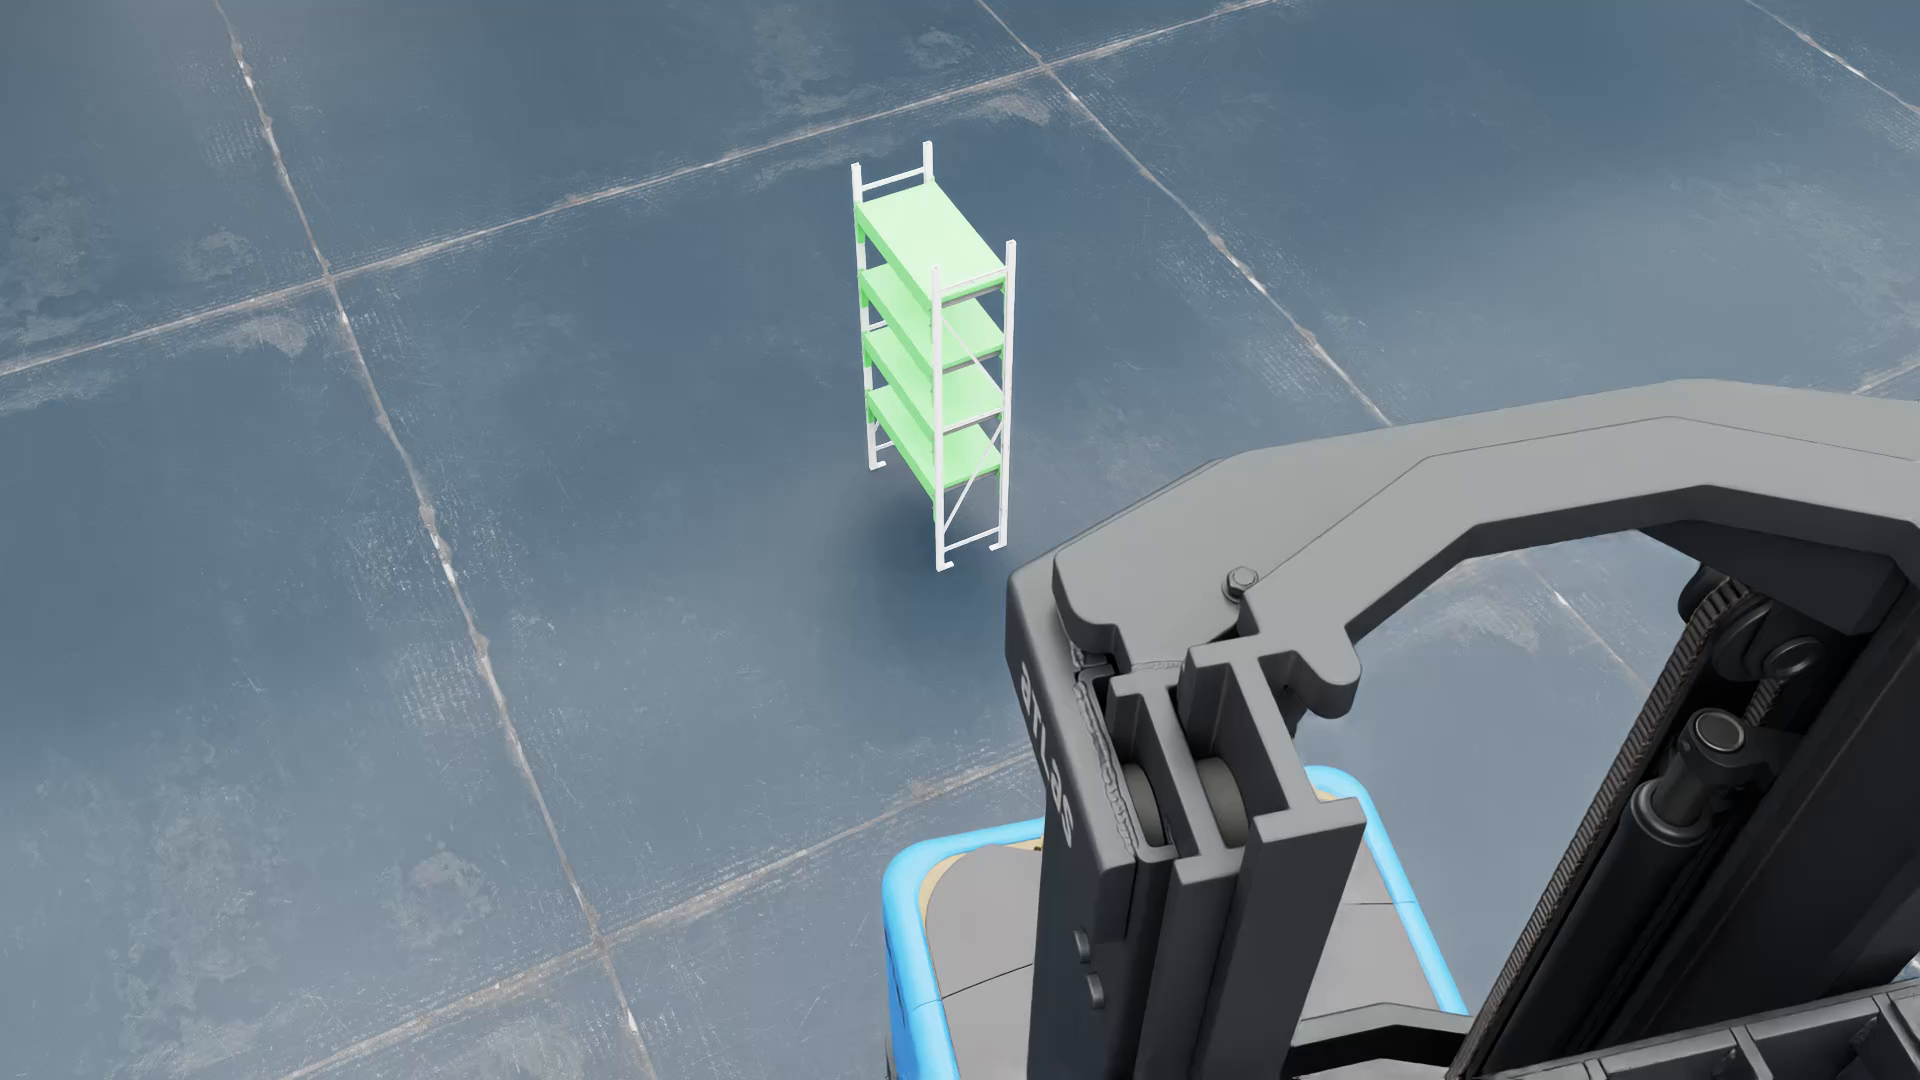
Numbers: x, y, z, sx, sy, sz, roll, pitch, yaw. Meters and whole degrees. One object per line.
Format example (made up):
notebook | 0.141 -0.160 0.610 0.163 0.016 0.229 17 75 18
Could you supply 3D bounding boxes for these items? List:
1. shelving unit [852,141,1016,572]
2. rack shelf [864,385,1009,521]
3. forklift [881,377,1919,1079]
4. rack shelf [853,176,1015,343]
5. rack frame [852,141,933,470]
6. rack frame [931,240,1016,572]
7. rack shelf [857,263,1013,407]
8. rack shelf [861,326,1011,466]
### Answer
shelving unit | -0.076 -0.506 4.895 0.258 1.200 0.503 -21 52 -18
rack shelf | -0.076 -0.306 5.124 0.258 0.148 0.480 -21 52 -18
forklift | 0.652 1.359 2.114 1.130 2.935 3.031 -10 50 -8
rack shelf | -0.076 -0.780 4.582 0.258 0.148 0.480 -21 52 -18
rack frame | -0.187 -0.669 5.038 0.240 1.200 0.015 -21 52 -18
rack frame | 0.036 -0.342 4.752 0.240 1.200 0.015 -21 52 -18
rack shelf | -0.076 -0.622 4.763 0.258 0.148 0.480 -21 52 -18
rack shelf | -0.076 -0.464 4.943 0.258 0.148 0.480 -21 52 -18
